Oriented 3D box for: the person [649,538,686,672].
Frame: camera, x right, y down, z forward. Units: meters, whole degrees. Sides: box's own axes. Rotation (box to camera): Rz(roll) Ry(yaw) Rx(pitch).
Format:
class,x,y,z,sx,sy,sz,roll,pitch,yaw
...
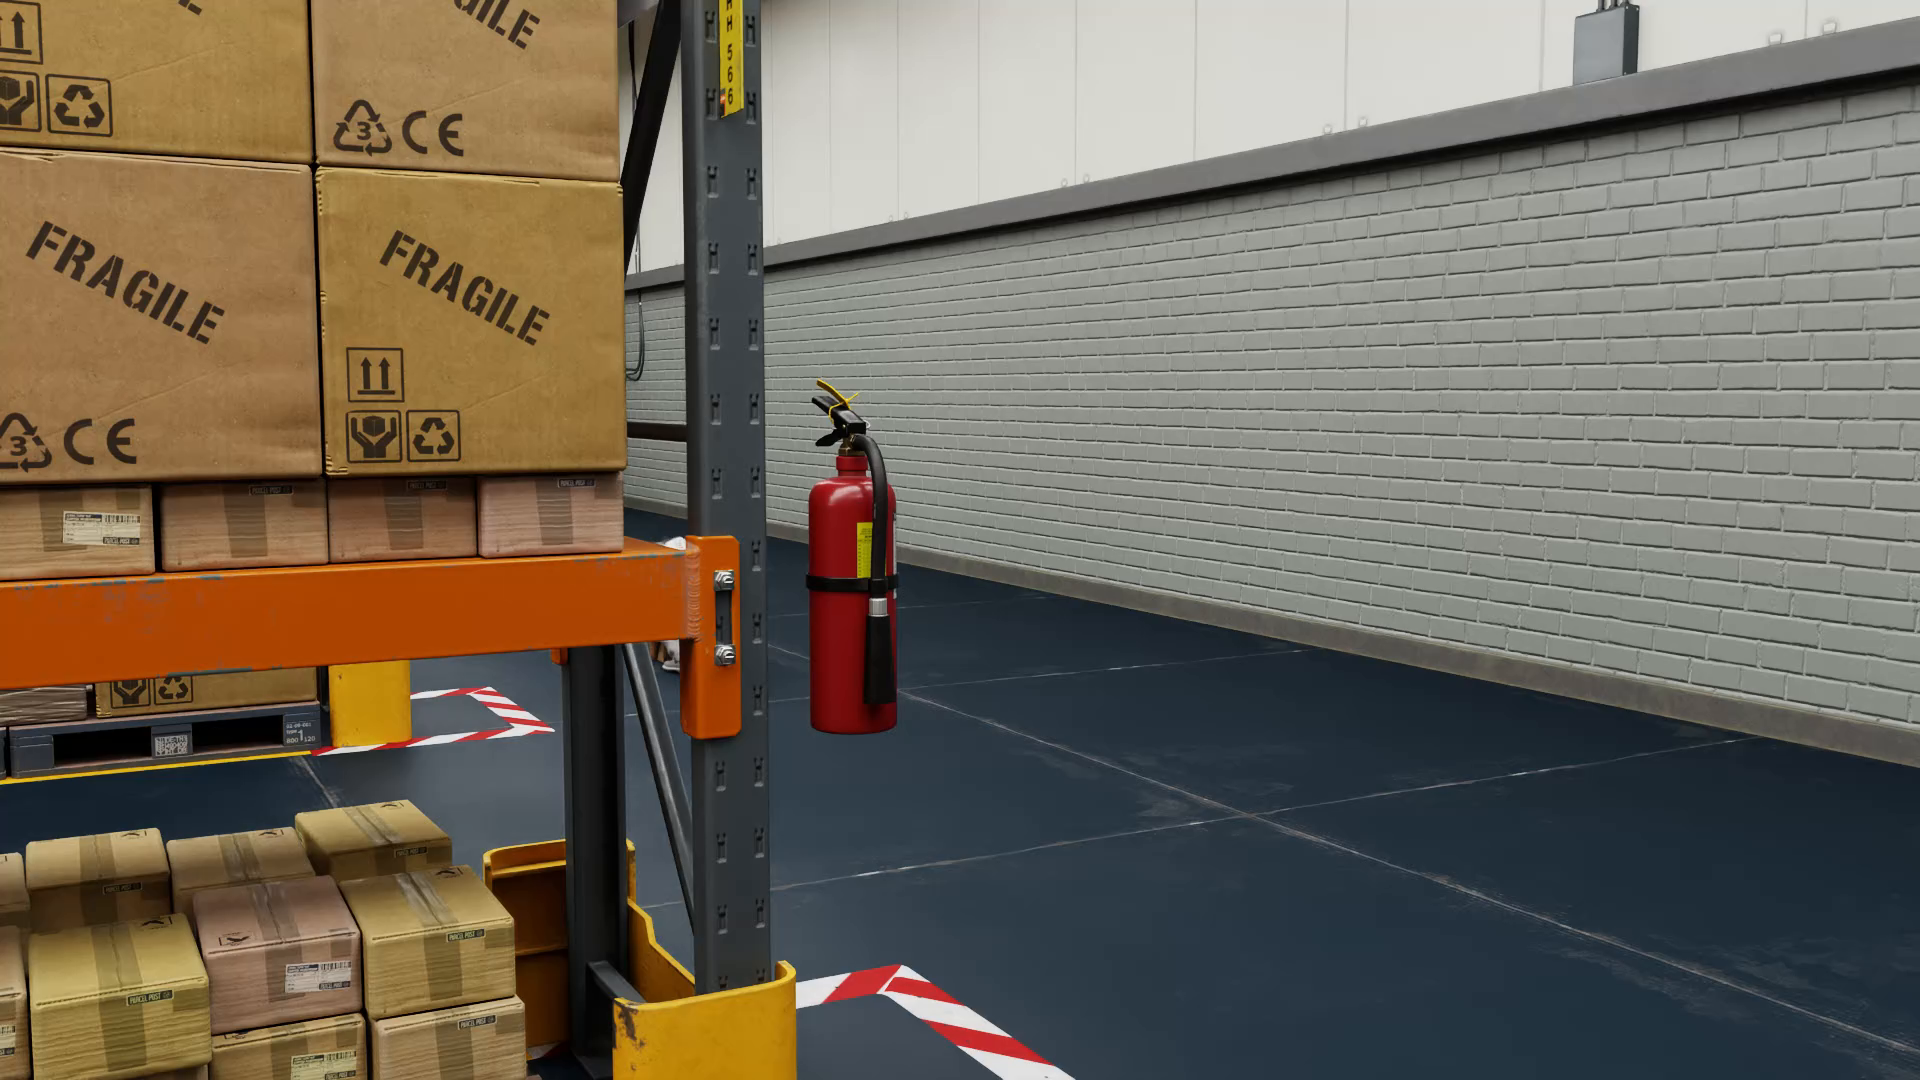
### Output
class,x,y,z,sx,sy,sz,roll,pitch,yaw
person,-1.541,0.365,9.596,0.510,0.772,0.940,-3,6,-30
